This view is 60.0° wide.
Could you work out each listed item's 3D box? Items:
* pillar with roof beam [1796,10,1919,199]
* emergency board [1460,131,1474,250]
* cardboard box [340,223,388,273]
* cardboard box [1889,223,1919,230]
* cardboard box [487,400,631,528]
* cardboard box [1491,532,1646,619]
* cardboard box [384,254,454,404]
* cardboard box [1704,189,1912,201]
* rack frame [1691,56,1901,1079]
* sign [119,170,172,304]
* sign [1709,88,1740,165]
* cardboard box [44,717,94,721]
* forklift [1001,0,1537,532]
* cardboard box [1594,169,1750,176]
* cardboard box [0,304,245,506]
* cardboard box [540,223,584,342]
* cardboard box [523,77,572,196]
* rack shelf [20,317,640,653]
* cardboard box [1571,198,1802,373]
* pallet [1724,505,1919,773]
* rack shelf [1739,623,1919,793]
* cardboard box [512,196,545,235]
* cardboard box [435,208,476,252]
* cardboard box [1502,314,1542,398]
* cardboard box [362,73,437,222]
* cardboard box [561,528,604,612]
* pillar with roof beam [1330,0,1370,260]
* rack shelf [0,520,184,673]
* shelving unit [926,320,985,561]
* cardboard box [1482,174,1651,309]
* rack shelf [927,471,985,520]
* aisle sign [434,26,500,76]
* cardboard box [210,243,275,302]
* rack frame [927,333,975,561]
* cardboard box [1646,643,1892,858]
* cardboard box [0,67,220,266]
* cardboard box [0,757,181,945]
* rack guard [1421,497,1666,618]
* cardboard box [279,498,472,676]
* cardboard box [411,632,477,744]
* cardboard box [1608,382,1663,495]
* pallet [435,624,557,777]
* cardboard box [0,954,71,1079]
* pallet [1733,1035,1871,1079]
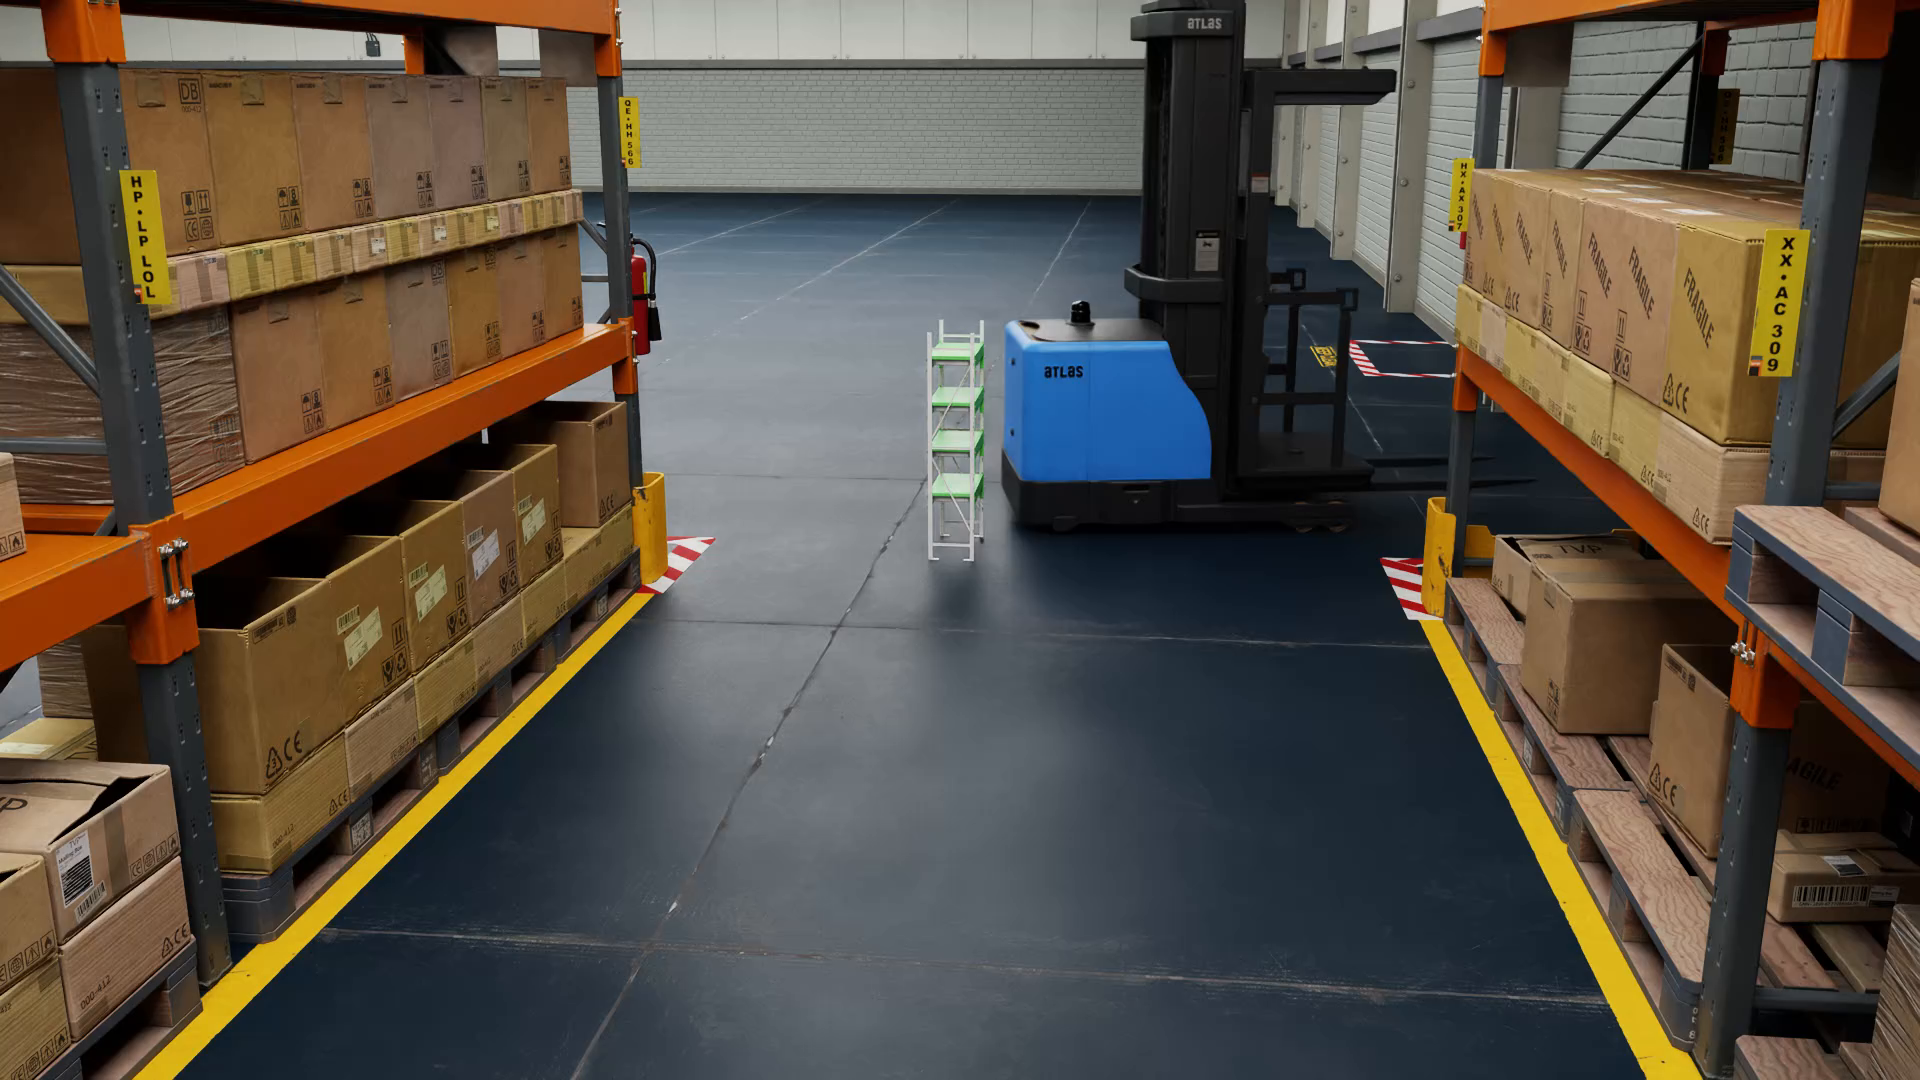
[{"bbox_3d":[-0.679,-3.947,6.521,9.100,9.000,0.400,2,15,6],"label":"pillar with roof beam"},{"bbox_3d":[4.593,-3.121,14.956,0.194,1.169,0.643,2,15,6],"label":"emergency board"},{"bbox_3d":[-2.191,-0.999,5.676,0.380,0.149,0.250,1,15,5],"label":"cardboard box"},{"bbox_3d":[2.628,-0.509,4.111,0.500,0.500,0.500,1,15,5],"label":"cardboard box"},{"bbox_3d":[-1.869,-0.366,7.796,0.500,0.500,0.500,2,15,6],"label":"cardboard box"},{"bbox_3d":[2.651,0.131,7.241,0.500,0.311,0.500,0,15,0],"label":"cardboard box"},{"bbox_3d":[-2.342,-0.803,6.192,0.700,0.500,0.500,2,15,8],"label":"cardboard box"},{"bbox_3d":[2.799,-0.907,5.584,0.500,0.500,0.500,2,15,7],"label":"cardboard box"},{"bbox_3d":[2.367,-0.094,3.764,1.000,3.000,0.127,2,15,6],"label":"rack frame"},{"bbox_3d":[-2.015,-0.746,4.110,0.100,0.325,0.005,2,15,6],"label":"sign"},{"bbox_3d":[3.368,-1.822,7.329,0.100,0.325,0.005,2,15,6],"label":"sign"},{"bbox_3d":[-2.654,0.629,5.551,0.500,0.250,0.500,2,15,6],"label":"cardboard box"},{"bbox_3d":[1.797,-1.599,9.461,3.031,2.935,1.130,-1,15,-5],"label":"forklift"},{"bbox_3d":[2.976,-1.302,7.045,0.500,0.500,0.500,2,15,6],"label":"cardboard box"},{"bbox_3d":[-2.512,-0.403,4.713,0.700,0.500,0.500,1,15,5],"label":"cardboard box"},{"bbox_3d":[-2.170,-1.204,7.677,0.700,0.500,0.500,2,15,6],"label":"cardboard box"},{"bbox_3d":[-2.176,-1.817,7.457,0.700,0.500,0.500,2,15,6],"label":"cardboard box"},{"bbox_3d":[-2.330,-0.411,6.312,1.077,0.370,4.000,2,15,6],"label":"rack shelf"},{"bbox_3d":[2.231,-0.785,5.132,0.500,0.500,0.500,1,15,5],"label":"cardboard box"},{"bbox_3d":[2.136,0.192,3.072,1.003,0.211,1.213,2,15,6],"label":"pallet"},{"bbox_3d":[2.141,0.772,1.940,1.077,0.370,4.000,2,15,6],"label":"rack shelf"},{"bbox_3d":[-2.015,-1.399,7.155,0.380,0.149,0.250,1,15,5],"label":"cardboard box"},{"bbox_3d":[-2.103,-1.197,6.410,0.380,0.149,0.250,2,15,8],"label":"cardboard box"},{"bbox_3d":[2.340,-0.685,6.197,0.500,0.250,0.500,1,15,5],"label":"cardboard box"},{"bbox_3d":[-2.342,-1.420,5.988,0.700,0.500,0.500,2,15,6],"label":"cardboard box"},{"bbox_3d":[-1.916,0.126,7.414,0.500,0.250,0.500,2,15,6],"label":"cardboard box"},{"bbox_3d":[1.352,-8.616,23.786,9.100,9.000,0.400,2,15,6],"label":"pillar with roof beam"},{"bbox_3d":[-2.781,0.627,2.476,1.077,0.370,4.000,2,15,6],"label":"rack shelf"},{"bbox_3d":[-0.019,-0.536,8.847,0.258,1.200,0.503,2,15,6],"label":"shelving unit"},{"bbox_3d":[2.400,-1.188,6.622,0.500,0.500,0.500,2,15,6],"label":"cardboard box"},{"bbox_3d":[-0.019,-0.243,8.926,0.258,0.148,0.480,2,15,6],"label":"rack shelf"},{"bbox_3d":[-2.401,-2.558,7.894,0.394,0.787,0.004,2,15,6],"label":"aisle sign"},{"bbox_3d":[-2.277,-0.797,4.928,0.380,0.149,0.250,1,15,5],"label":"cardboard box"},{"bbox_3d":[-0.046,-0.473,8.613,0.240,1.200,0.015,2,15,6],"label":"rack frame"},{"bbox_3d":[2.444,0.630,5.033,0.500,0.500,0.500,1,15,2],"label":"cardboard box"},{"bbox_3d":[-2.512,-1.029,4.544,0.700,0.500,0.500,2,15,7],"label":"cardboard box"},{"bbox_3d":[-2.316,0.728,4.111,0.500,0.311,0.500,2,15,6],"label":"cardboard box"},{"bbox_3d":[2.810,0.095,7.854,1.175,0.500,0.348,2,15,6],"label":"rack guard"},{"bbox_3d":[-2.079,0.153,5.876,0.500,0.500,0.500,2,15,6],"label":"cardboard box"},{"bbox_3d":[-2.079,0.515,5.974,0.500,0.250,0.500,2,15,6],"label":"cardboard box"},{"bbox_3d":[2.184,-0.292,4.746,0.500,0.250,0.500,2,15,7],"label":"cardboard box"},{"bbox_3d":[-2.289,0.584,6.596,1.003,0.211,1.213,2,15,6],"label":"pallet"},{"bbox_3d":[-2.373,1.133,3.690,0.500,0.250,0.500,1,15,5],"label":"cardboard box"},{"bbox_3d":[2.281,1.454,3.381,1.003,0.211,1.213,2,15,6],"label":"pallet"}]
